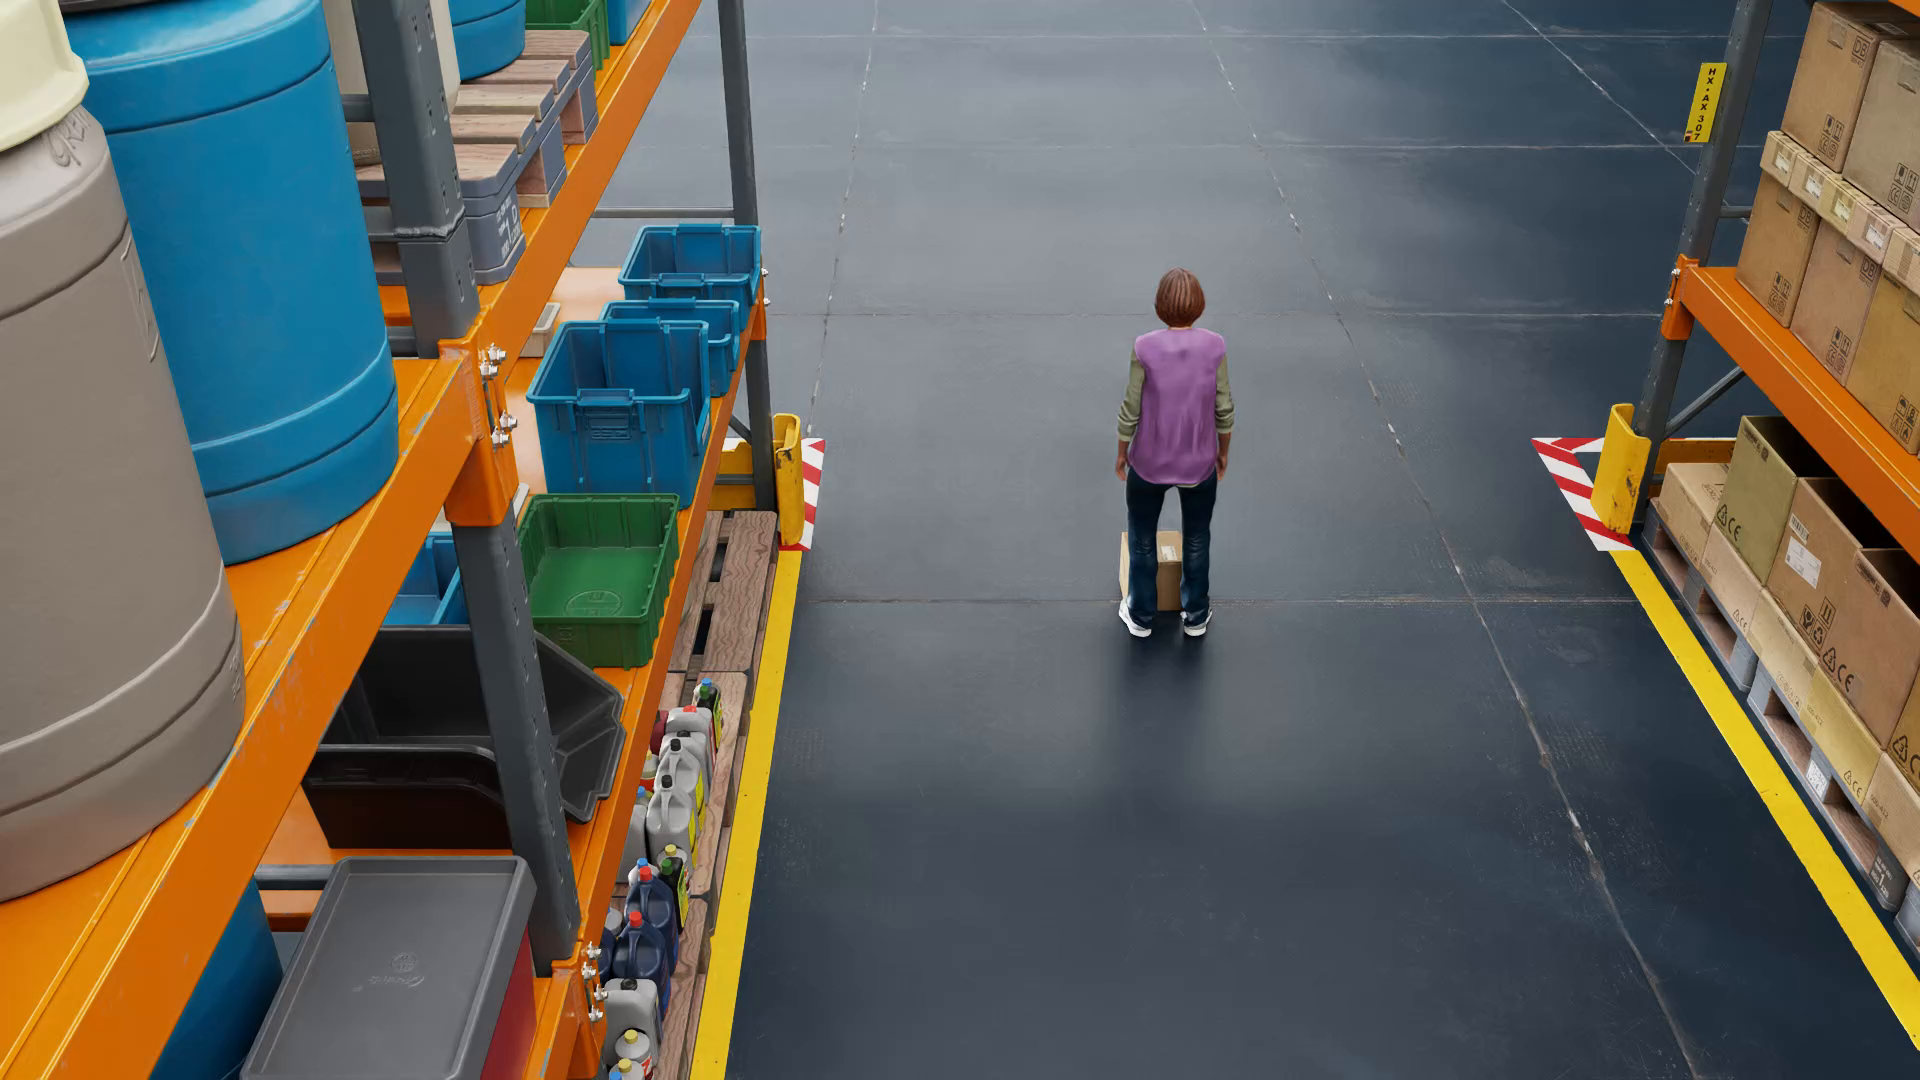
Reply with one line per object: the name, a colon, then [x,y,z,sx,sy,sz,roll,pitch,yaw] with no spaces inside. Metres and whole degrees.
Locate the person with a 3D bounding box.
person: [0.848,-0.309,6.642,0.460,1.592,0.343,0,32,0]
